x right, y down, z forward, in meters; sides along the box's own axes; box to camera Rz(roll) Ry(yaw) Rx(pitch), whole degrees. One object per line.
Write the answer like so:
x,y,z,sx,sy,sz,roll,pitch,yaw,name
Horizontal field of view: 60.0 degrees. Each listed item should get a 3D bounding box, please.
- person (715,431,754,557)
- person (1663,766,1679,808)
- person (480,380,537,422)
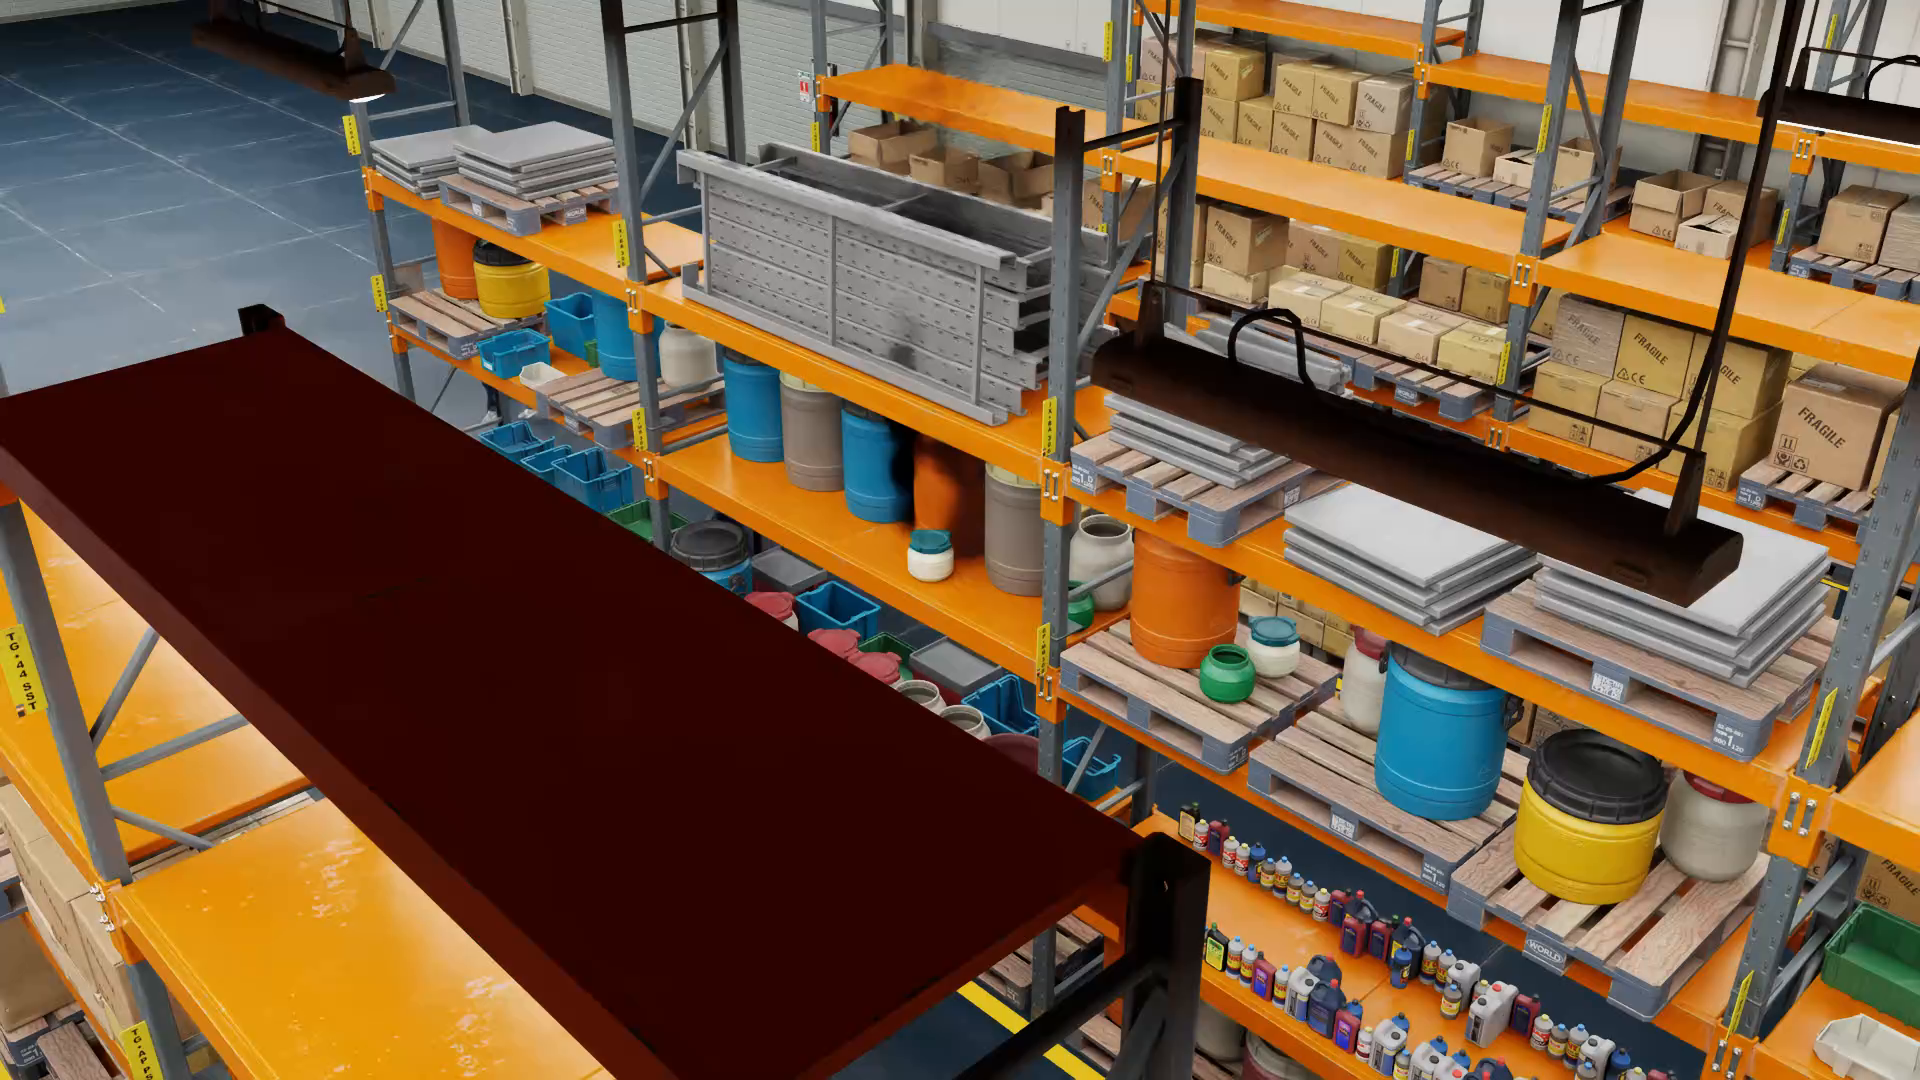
-2.187,-0.376,15.831,0.738,1.711,0.579,16,32,28,person
4.471,2.193,11.038,0.628,1.647,0.547,22,35,35,person
-5.260,-2.091,19.058,0.728,1.642,0.510,-8,29,-14,person
